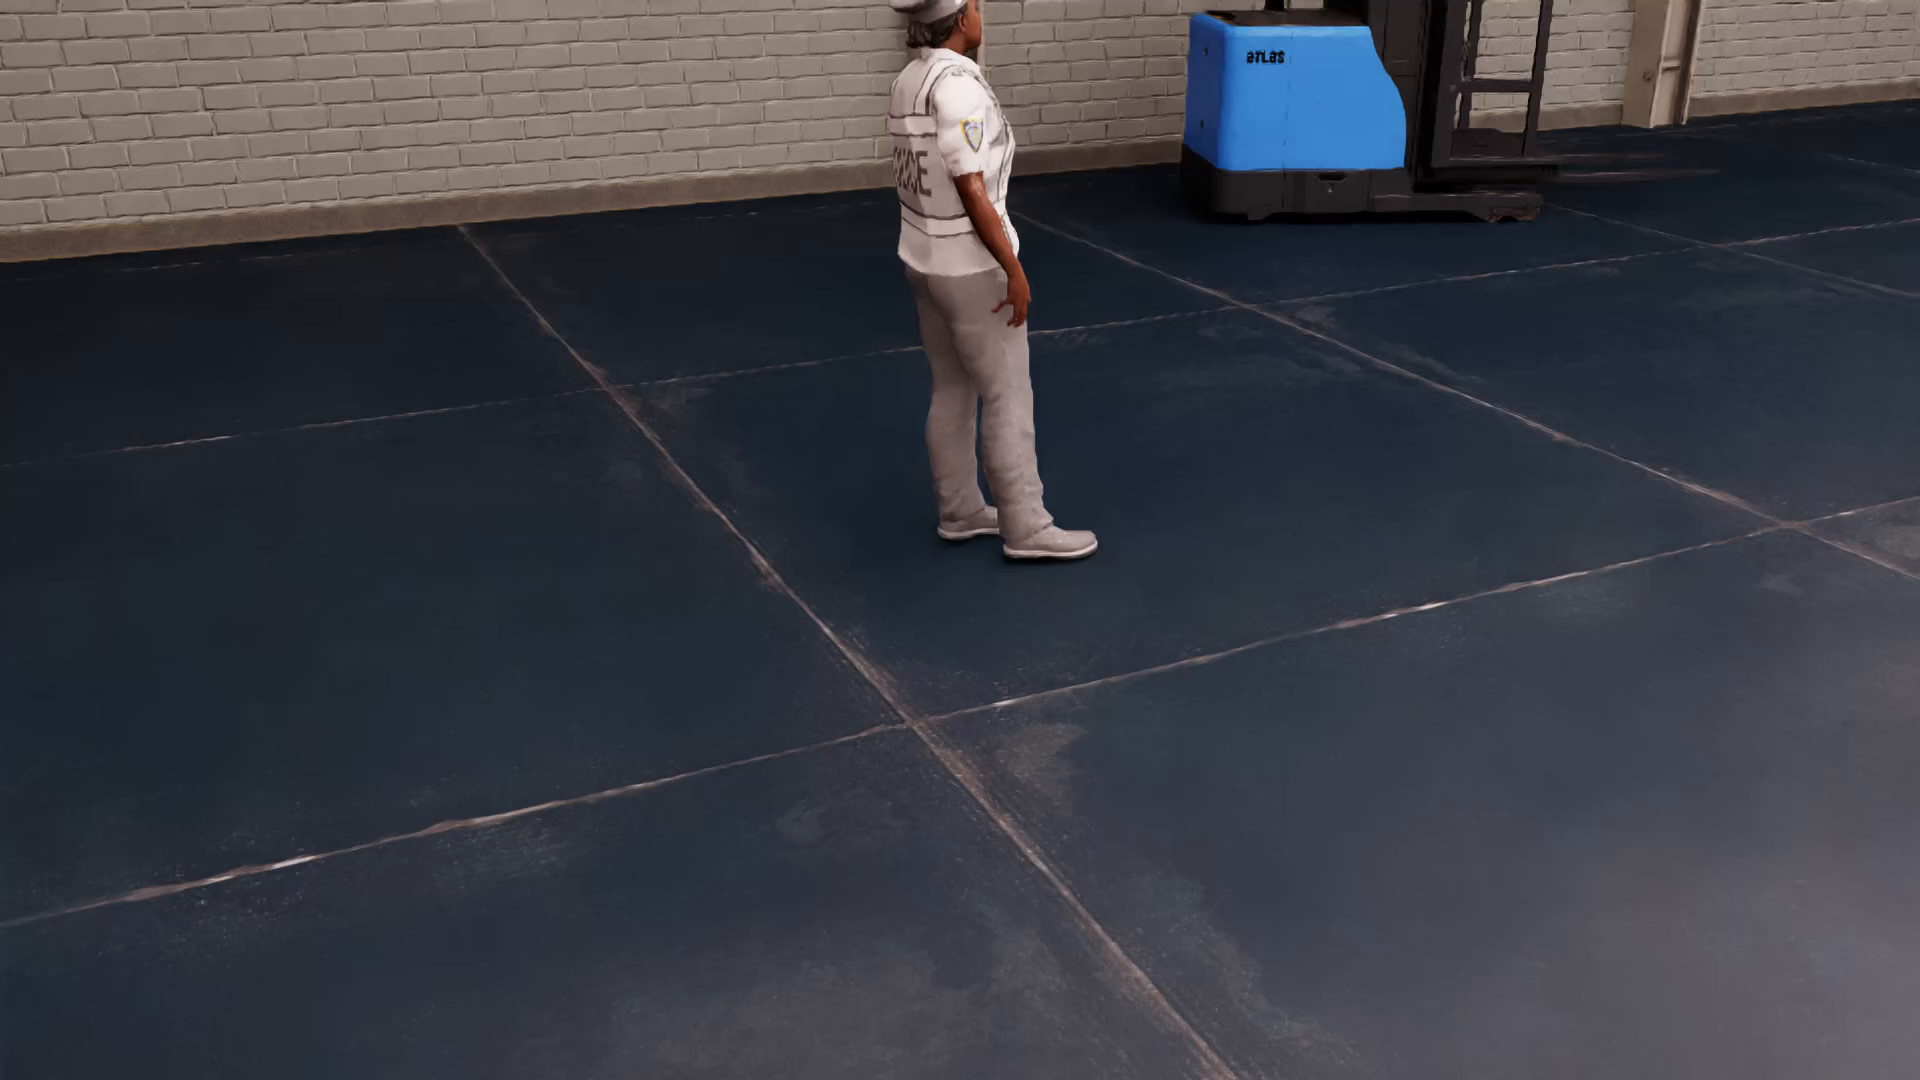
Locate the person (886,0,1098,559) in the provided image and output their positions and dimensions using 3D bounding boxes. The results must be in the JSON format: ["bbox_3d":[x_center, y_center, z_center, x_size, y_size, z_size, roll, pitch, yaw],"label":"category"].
[{"bbox_3d":[0.076,-0.794,4.792,0.529,1.693,0.570,-10,25,-23],"label":"person"}]

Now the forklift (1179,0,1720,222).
[{"bbox_3d":[2.892,-3.366,9.388,3.031,2.935,1.130,-2,23,-5],"label":"forklift"}]
